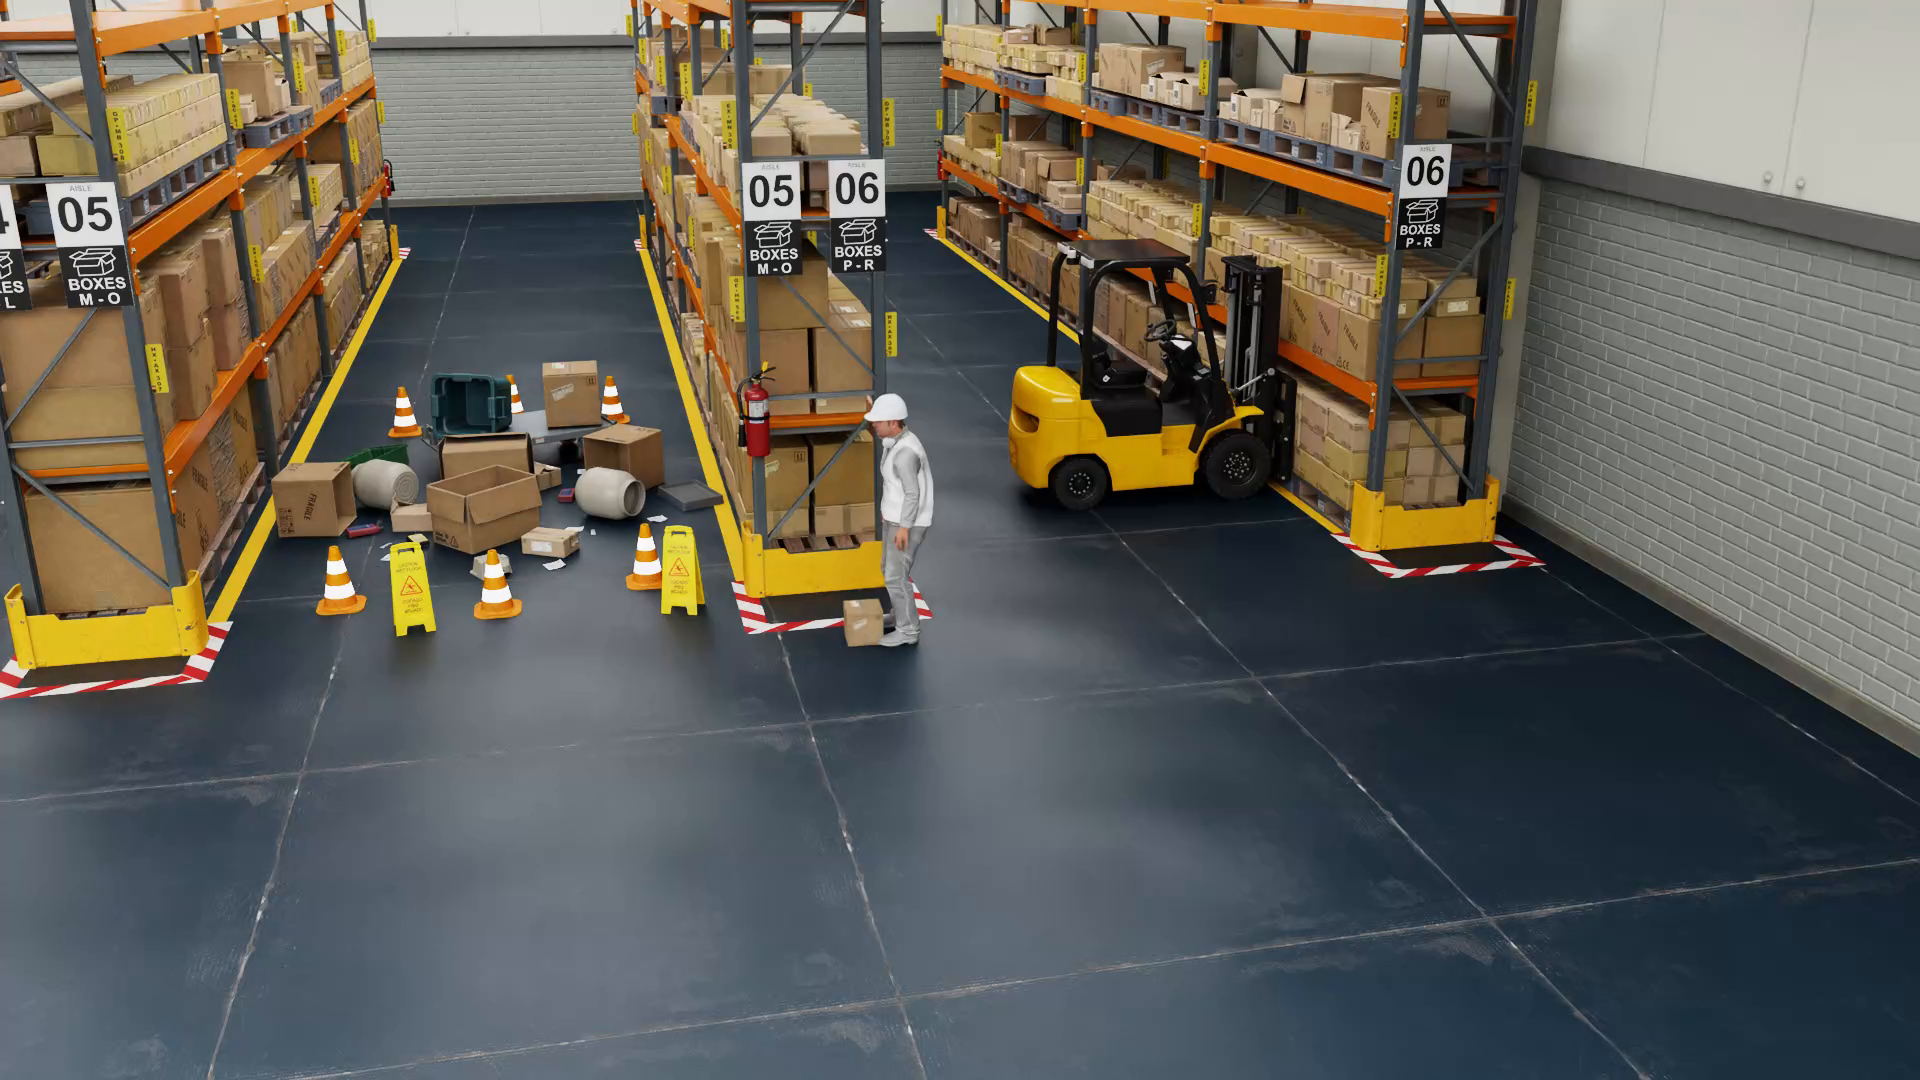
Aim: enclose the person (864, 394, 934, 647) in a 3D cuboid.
[{"bbox_3d":[-0.418,-0.151,11.461,0.466,1.769,0.579,-4,20,-10],"label":"person"}]
